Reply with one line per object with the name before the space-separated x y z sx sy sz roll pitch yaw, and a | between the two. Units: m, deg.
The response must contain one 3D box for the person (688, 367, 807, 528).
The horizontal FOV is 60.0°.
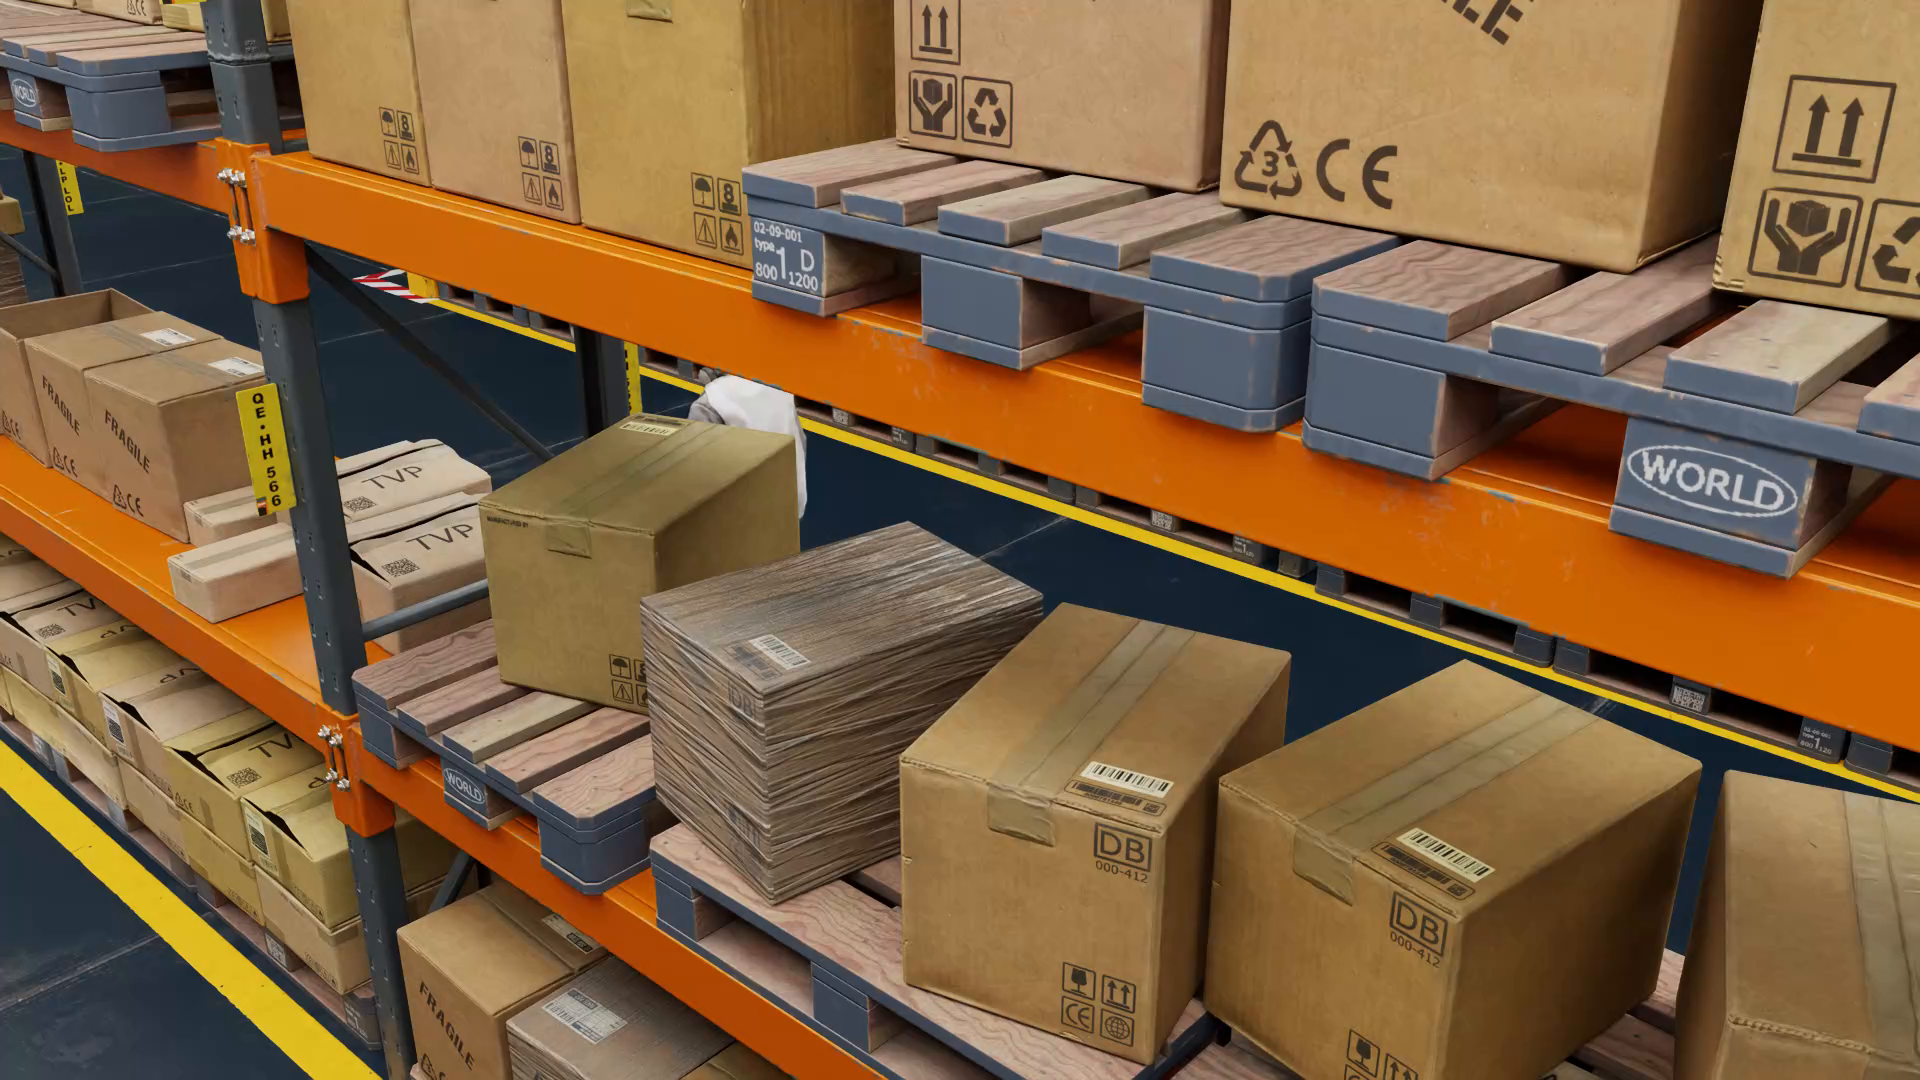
person | -0.875 -0.125 6.853 0.465 1.770 0.579 20 30 37
